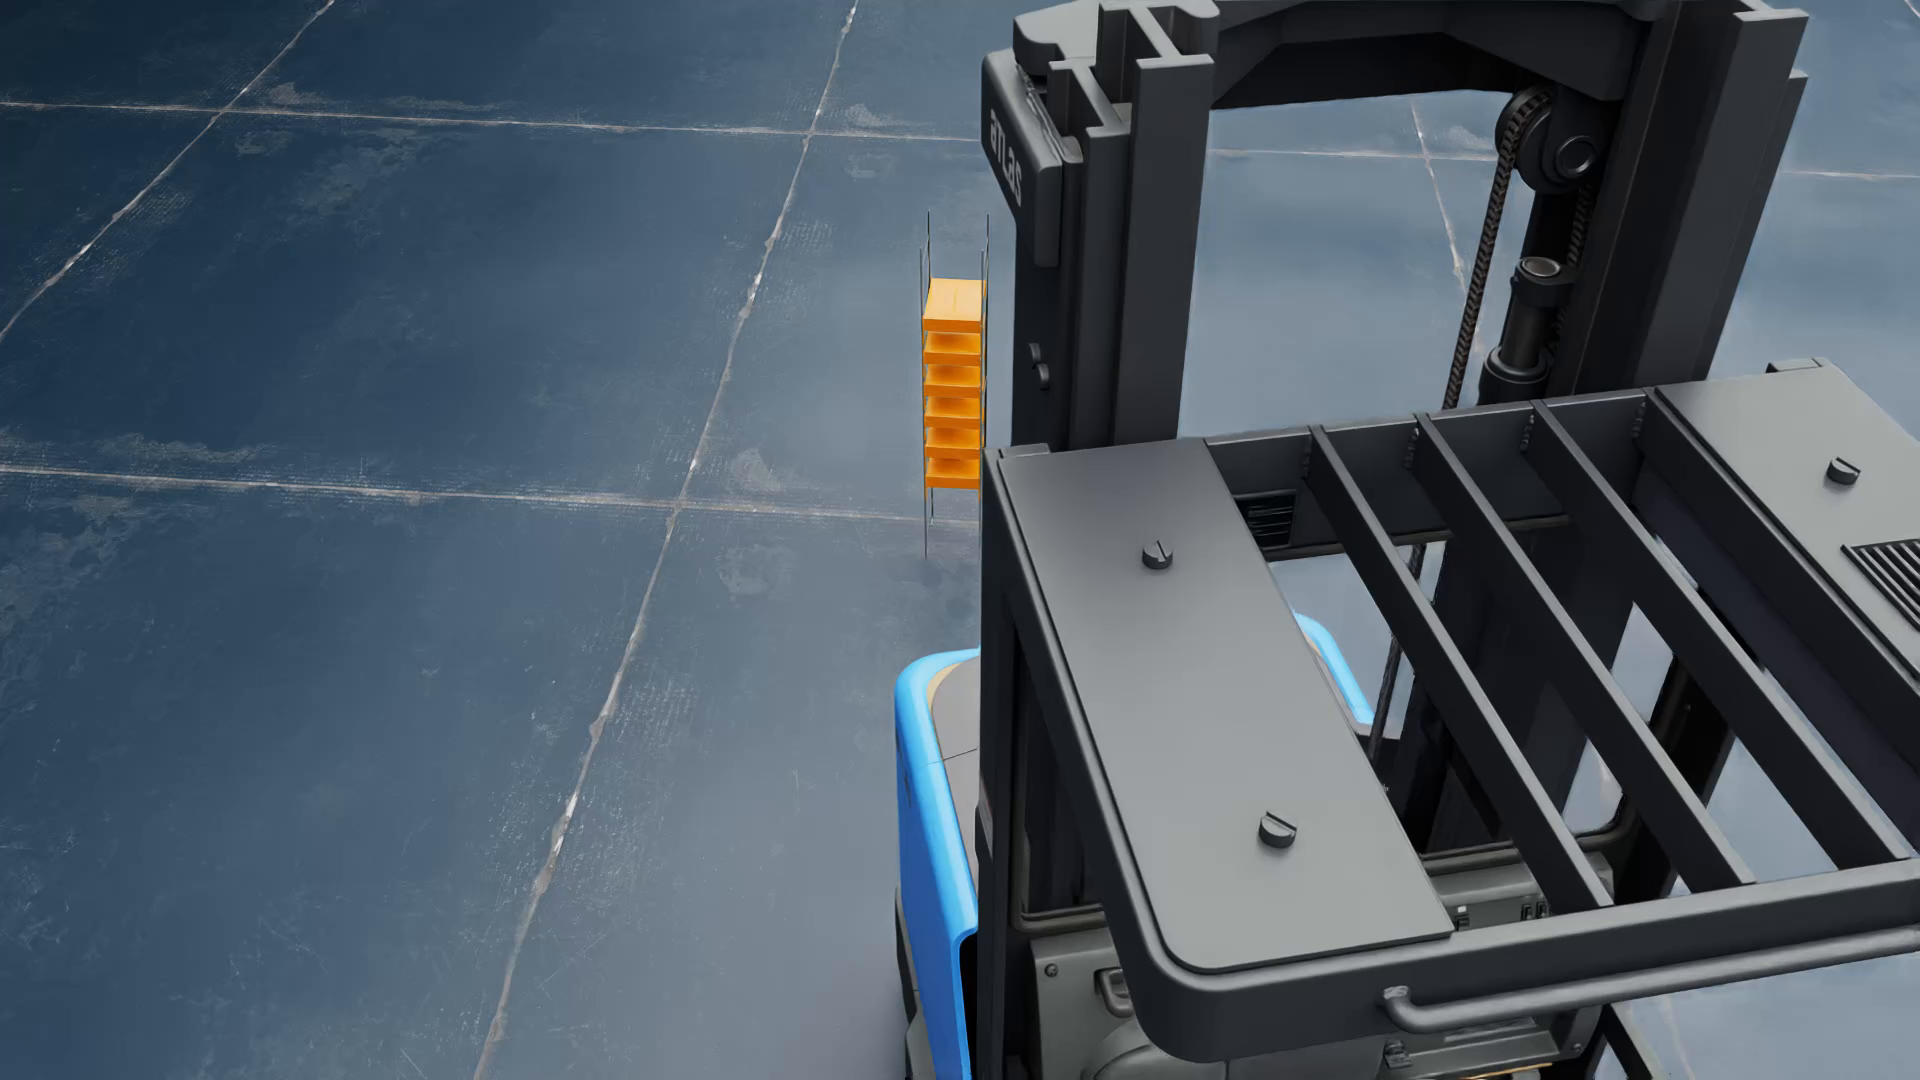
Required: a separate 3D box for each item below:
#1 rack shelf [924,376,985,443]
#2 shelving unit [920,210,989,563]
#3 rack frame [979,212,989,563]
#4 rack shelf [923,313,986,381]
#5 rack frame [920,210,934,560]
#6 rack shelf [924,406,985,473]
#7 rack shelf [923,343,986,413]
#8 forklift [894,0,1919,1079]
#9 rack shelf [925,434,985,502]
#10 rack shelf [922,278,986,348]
[{"bbox_3d":[-0.014,-0.432,5.400,0.180,0.103,0.258,3,39,4],"label":"rack shelf"},{"bbox_3d":[-0.014,-0.466,5.372,0.189,1.200,0.258,3,39,4],"label":"shelving unit"},{"bbox_3d":[0.077,-0.461,5.366,0.006,1.200,0.240,3,39,4],"label":"rack frame"},{"bbox_3d":[-0.014,-0.618,5.249,0.180,0.103,0.258,3,39,4],"label":"rack shelf"},{"bbox_3d":[-0.106,-0.471,5.378,0.006,1.200,0.240,3,39,4],"label":"rack frame"},{"bbox_3d":[-0.014,-0.339,5.476,0.180,0.103,0.258,3,39,4],"label":"rack shelf"},{"bbox_3d":[-0.014,-0.525,5.324,0.180,0.103,0.258,3,39,4],"label":"rack shelf"},{"bbox_3d":[0.615,0.817,2.424,1.130,2.935,3.031,-7,40,-8],"label":"forklift"},{"bbox_3d":[-0.014,-0.246,5.552,0.180,0.103,0.258,3,39,4],"label":"rack shelf"},{"bbox_3d":[-0.014,-0.711,5.173,0.180,0.103,0.258,3,39,4],"label":"rack shelf"}]
